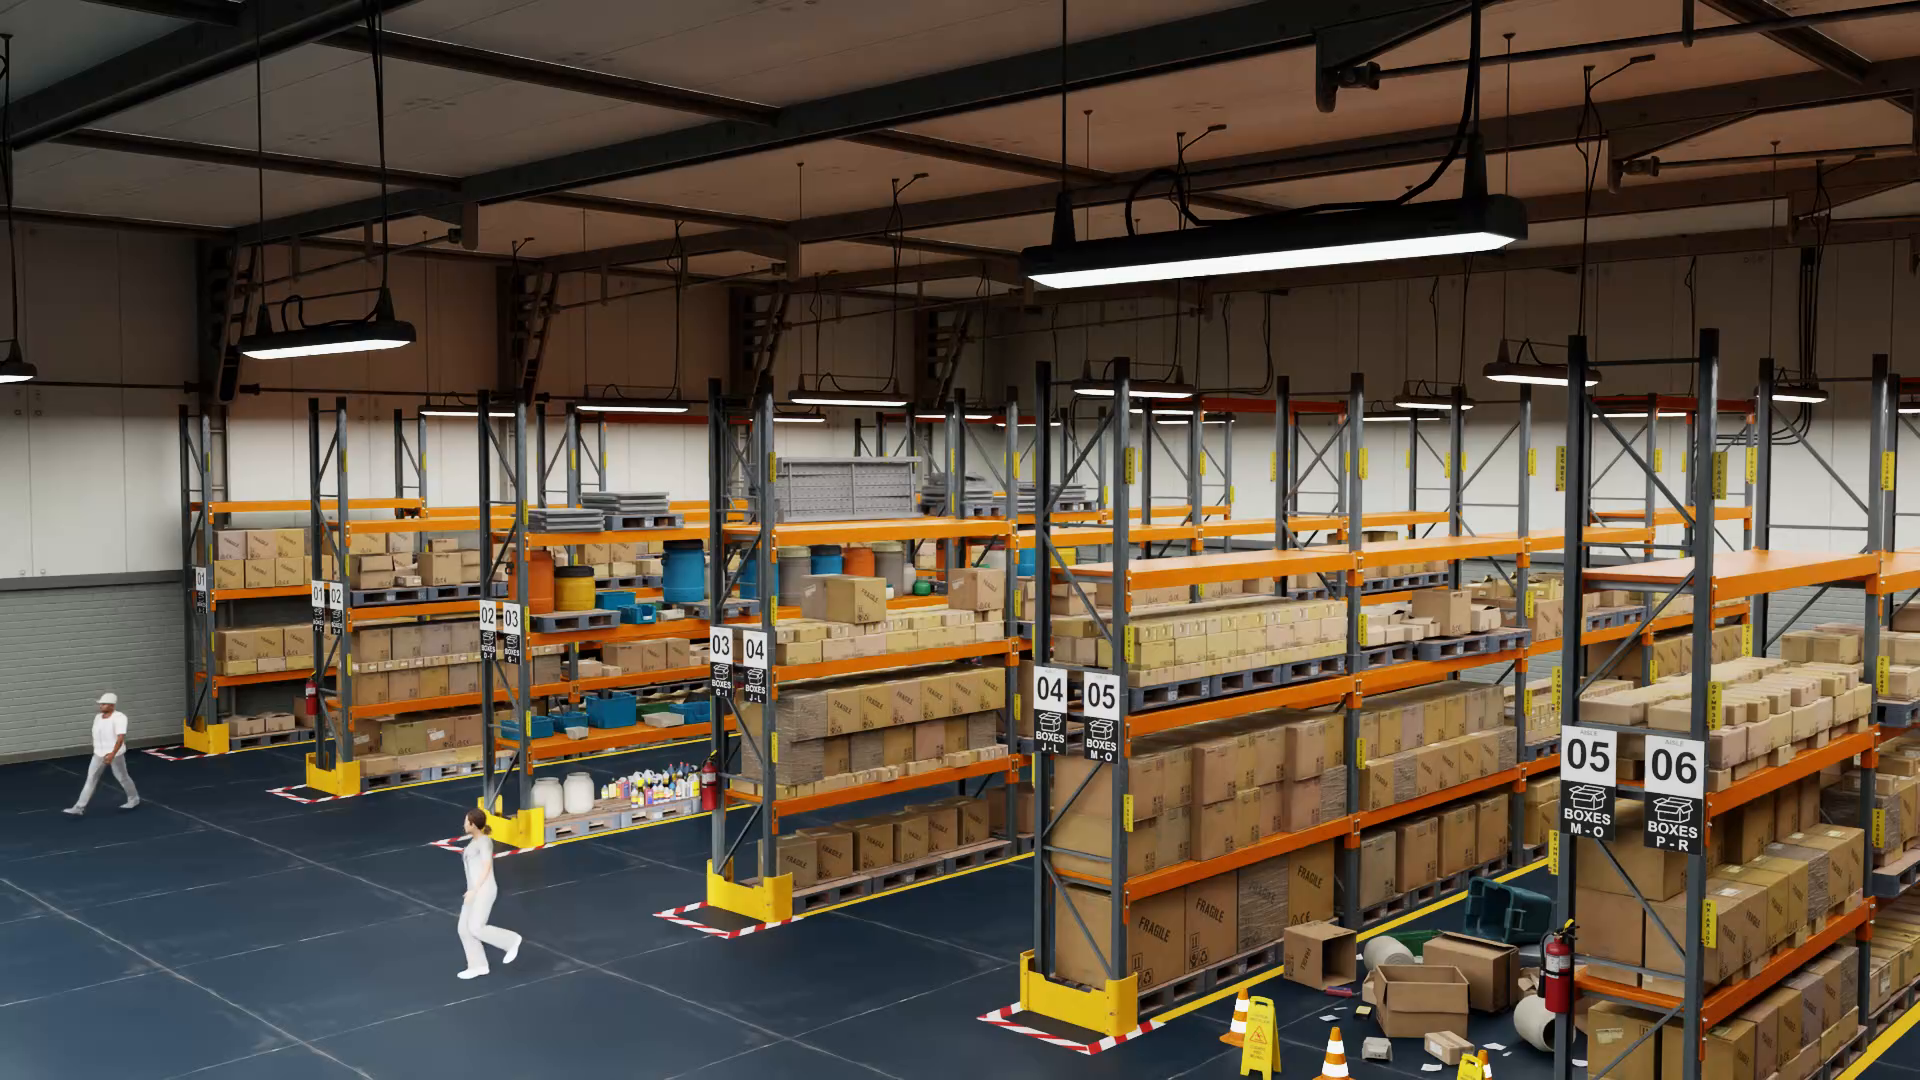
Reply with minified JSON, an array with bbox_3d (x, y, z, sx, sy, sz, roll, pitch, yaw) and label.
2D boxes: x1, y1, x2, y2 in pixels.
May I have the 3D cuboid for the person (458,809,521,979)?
[{"bbox_3d":[-4.696,3.482,16.491,0.628,1.640,0.496,-2,4,-34],"label":"person"}]

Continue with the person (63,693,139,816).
[{"bbox_3d":[-12.180,3.039,23.670,0.606,1.700,1.081,1,3,11],"label":"person"}]
